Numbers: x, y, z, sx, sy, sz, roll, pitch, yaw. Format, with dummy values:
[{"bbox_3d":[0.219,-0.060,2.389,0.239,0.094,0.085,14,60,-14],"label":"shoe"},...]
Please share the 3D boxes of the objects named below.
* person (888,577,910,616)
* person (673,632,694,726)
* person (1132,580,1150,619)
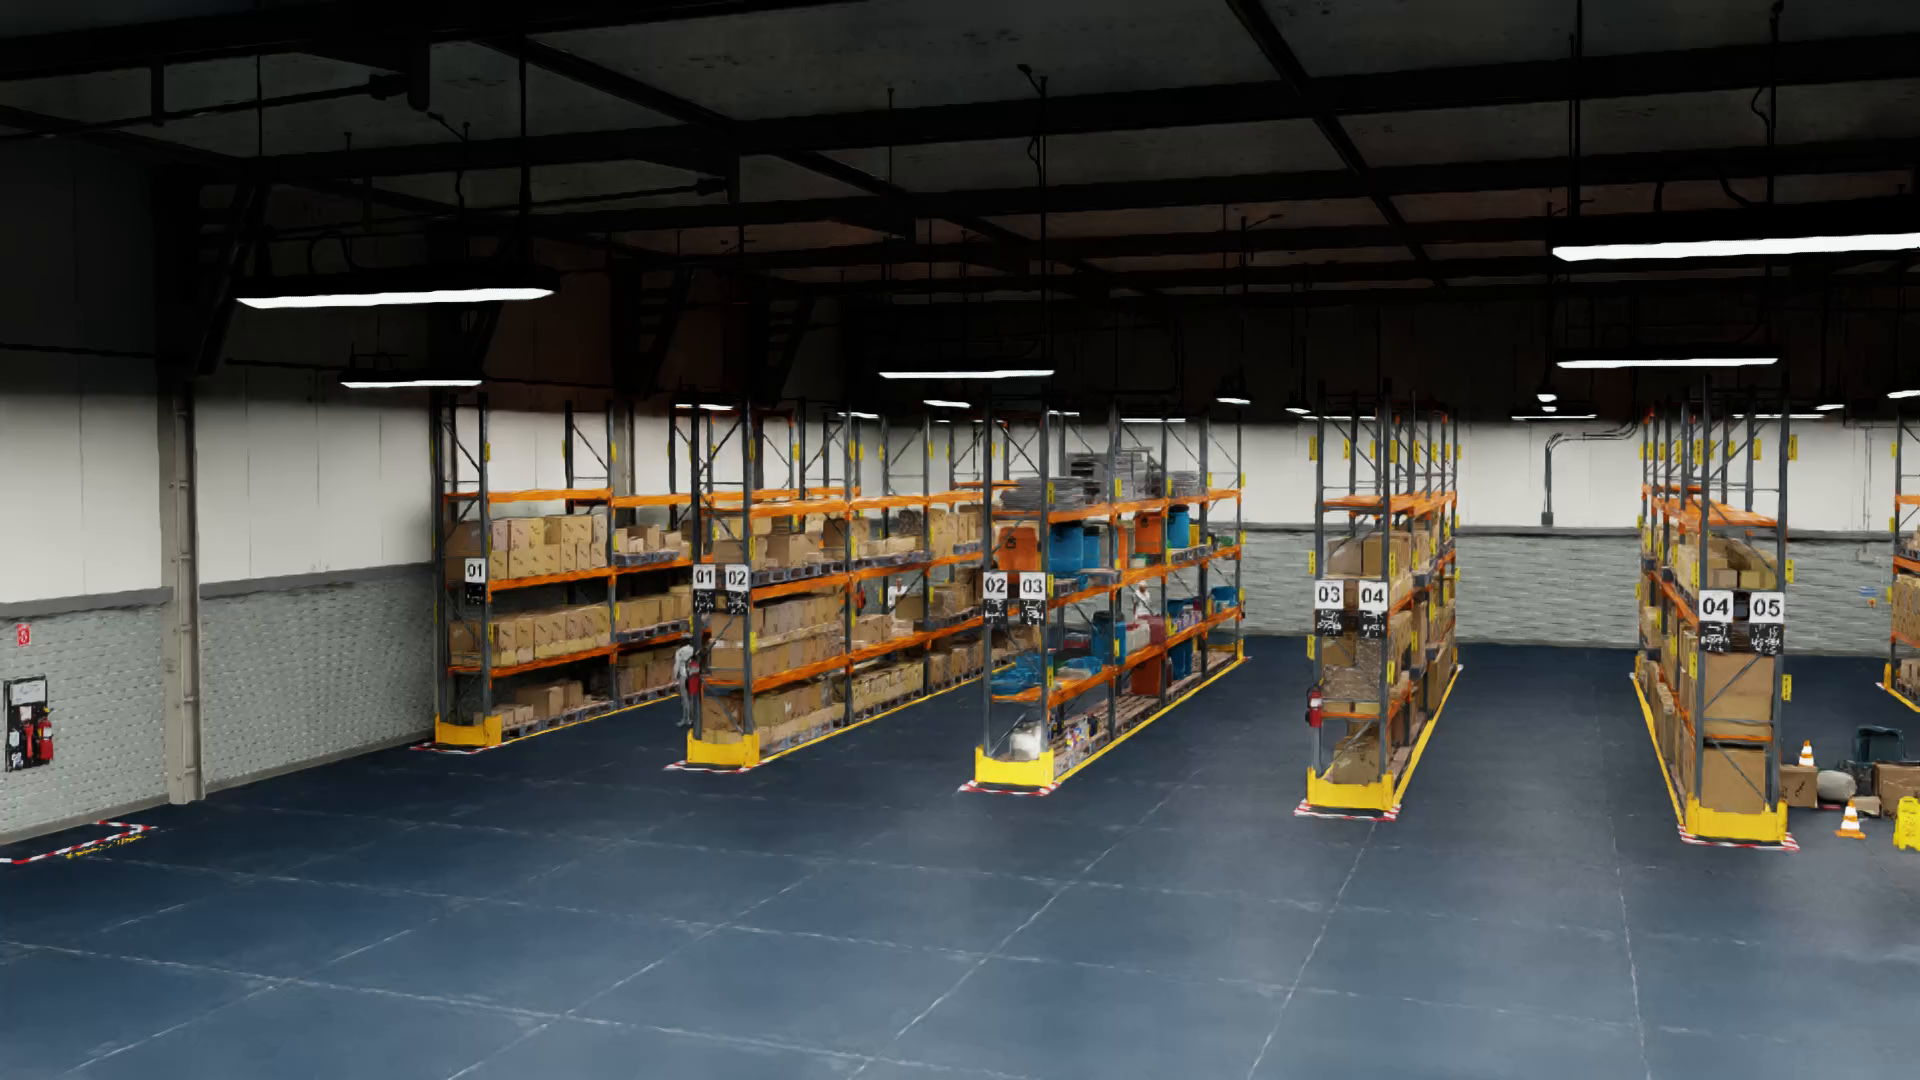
[{"bbox_3d":[-1.600,1.815,43.593,0.732,1.717,0.872,0,3,-1],"label":"person"},{"bbox_3d":[-5.006,2.538,30.459,0.572,1.656,0.544,-3,4,-41],"label":"person"},{"bbox_3d":[4.609,1.874,41.811,0.718,1.778,0.540,-2,4,-37],"label":"person"}]
